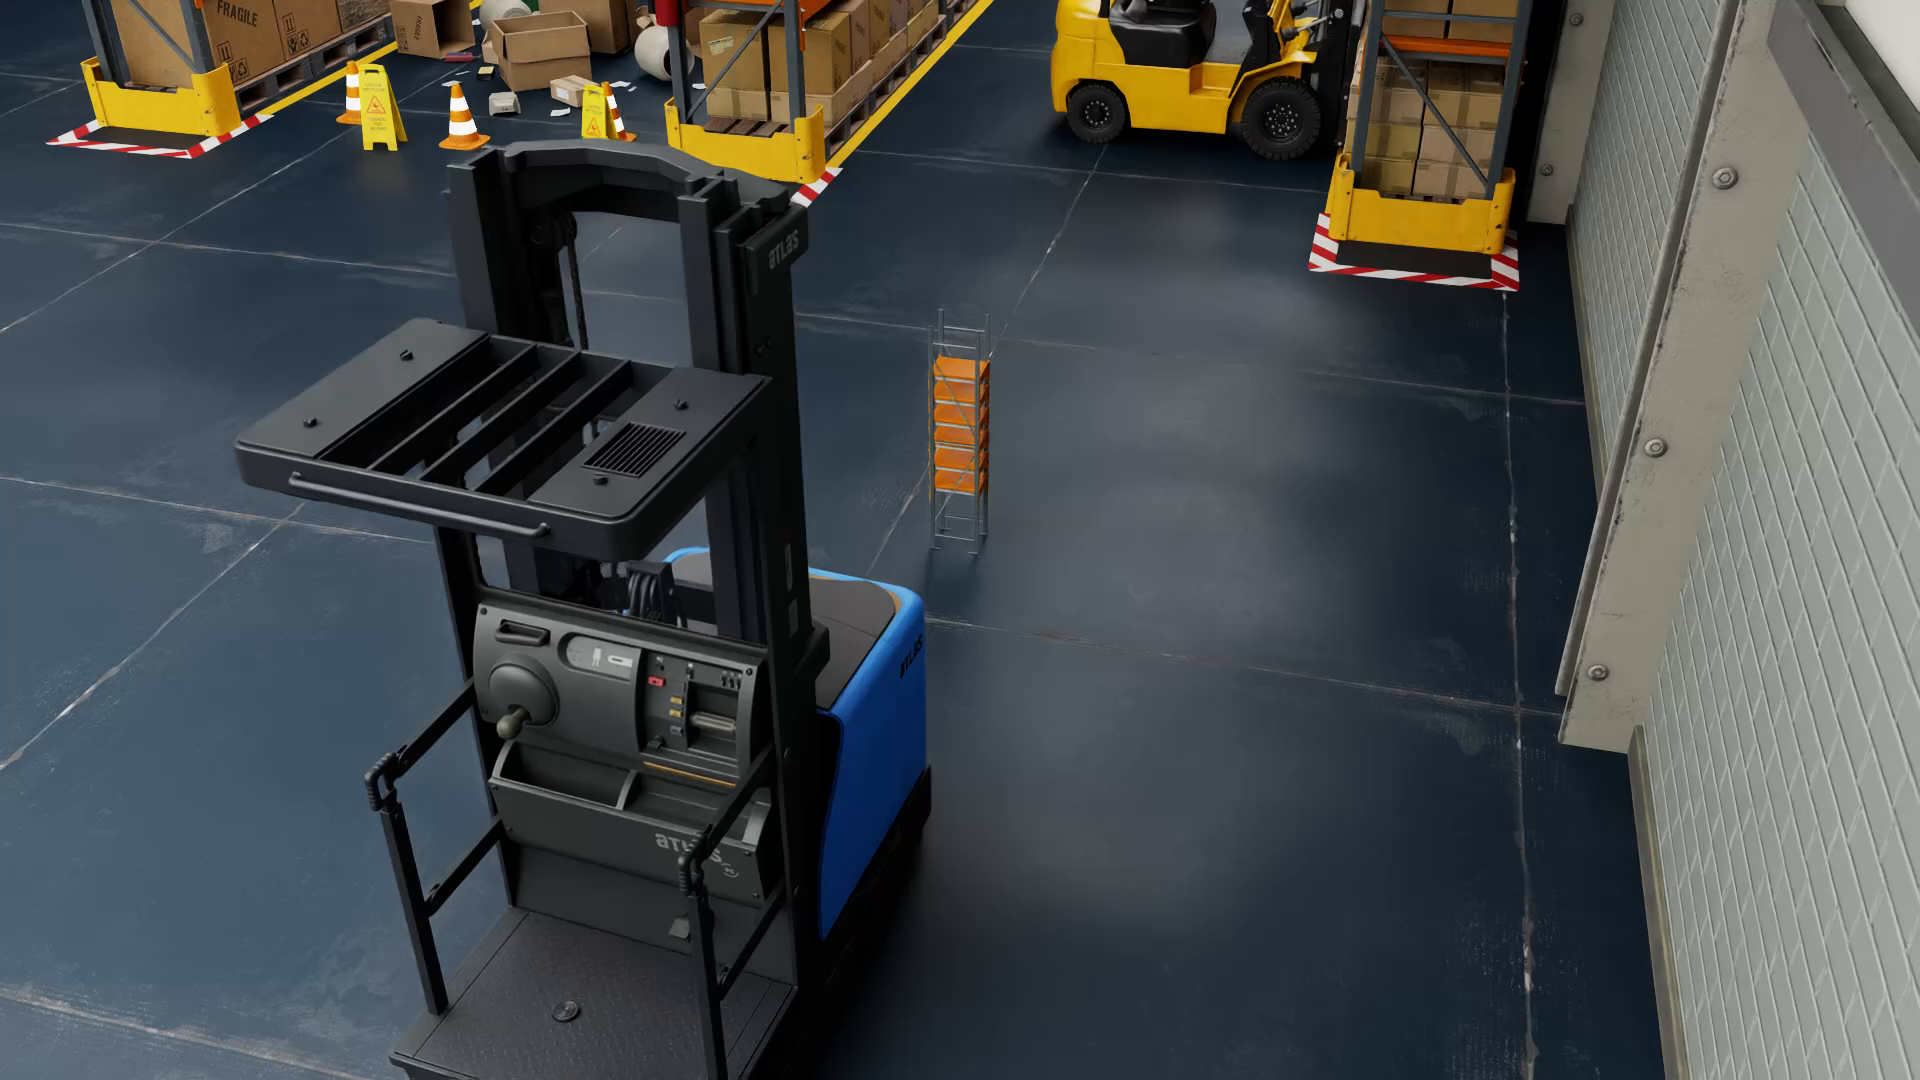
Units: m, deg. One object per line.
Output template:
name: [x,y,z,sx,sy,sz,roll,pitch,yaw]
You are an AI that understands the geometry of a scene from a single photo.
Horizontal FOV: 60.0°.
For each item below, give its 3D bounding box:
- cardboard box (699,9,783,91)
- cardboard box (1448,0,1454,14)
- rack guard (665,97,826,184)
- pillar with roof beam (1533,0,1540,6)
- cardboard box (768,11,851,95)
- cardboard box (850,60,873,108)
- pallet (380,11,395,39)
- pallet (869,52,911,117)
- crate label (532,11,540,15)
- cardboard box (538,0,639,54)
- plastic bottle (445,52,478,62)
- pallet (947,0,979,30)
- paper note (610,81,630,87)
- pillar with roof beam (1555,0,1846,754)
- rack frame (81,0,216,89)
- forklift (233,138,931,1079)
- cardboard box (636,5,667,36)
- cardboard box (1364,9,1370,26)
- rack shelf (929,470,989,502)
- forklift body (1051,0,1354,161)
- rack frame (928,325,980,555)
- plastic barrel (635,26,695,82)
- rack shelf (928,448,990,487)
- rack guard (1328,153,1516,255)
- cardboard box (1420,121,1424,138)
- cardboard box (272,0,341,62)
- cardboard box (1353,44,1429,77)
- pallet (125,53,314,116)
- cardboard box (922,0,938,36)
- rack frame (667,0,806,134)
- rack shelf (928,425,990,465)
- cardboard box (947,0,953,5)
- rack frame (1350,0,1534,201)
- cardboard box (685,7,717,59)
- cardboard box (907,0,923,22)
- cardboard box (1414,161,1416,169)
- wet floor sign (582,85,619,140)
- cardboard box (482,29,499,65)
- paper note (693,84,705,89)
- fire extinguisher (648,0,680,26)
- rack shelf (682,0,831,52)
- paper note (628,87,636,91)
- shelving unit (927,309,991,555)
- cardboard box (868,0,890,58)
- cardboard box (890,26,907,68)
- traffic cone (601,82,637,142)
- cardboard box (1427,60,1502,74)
cardboard box: [-1.685,-3.837,12.962,0.500,0.500,0.500,8,33,13]
cardboard box: [3.671,-3.913,11.516,0.500,0.500,0.500,9,34,14]
rack guard: [-1.617,-3.037,12.561,1.175,0.500,0.348,8,33,12]
pillar with roof beam: [1.573,-9.848,15.354,9.100,9.000,0.400,8,33,12]
cardboard box: [-1.159,-3.779,12.871,0.500,0.500,0.500,7,33,11]
cardboard box: [-1.027,-3.714,13.468,0.500,0.250,0.500,9,34,14]
pallet: [-5.704,-5.189,16.215,1.003,0.211,1.213,8,33,12]
pallet: [-1.065,-3.963,14.287,1.003,0.211,1.213,8,33,12]
crate label: [-4.055,-4.976,15.950,0.298,0.136,0.250,-14,35,-21]
cardboard box: [-3.410,-4.799,15.203,0.797,0.637,0.503,8,33,12]
plastic bottle: [-4.515,-4.381,15.085,0.283,0.061,0.133,-3,33,-4]
pallet: [-0.425,-5.355,16.477,1.003,0.211,1.213,8,33,12]
paper note: [-2.961,-3.976,14.487,0.148,0.019,0.142,20,38,29]
pillar with roof beam: [-1.472,-3.621,5.559,9.100,9.000,0.400,8,33,12]
rack frame: [-6.450,-4.674,12.806,1.000,3.000,0.127,8,33,12]
forklift: [-1.092,0.503,4.727,1.130,2.935,3.031,11,34,17]
cardboard box: [-2.904,-4.844,15.622,0.258,0.266,0.396,-14,35,-21]
cardboard box: [3.359,-3.890,12.812,0.500,0.250,0.500,7,33,11]
rack shelf: [-0.004,-0.259,8.069,0.258,0.103,0.180,8,33,12]
forklift body: [1.882,-4.253,12.935,2.313,2.155,1.214,8,33,12]
rack frame: [-0.027,-0.451,7.842,0.240,1.200,0.006,8,33,12]
plastic barrel: [-2.577,-4.243,14.530,0.421,0.421,0.512,-21,38,-29]
rack shelf: [-0.004,-0.360,8.005,0.258,0.103,0.180,8,33,12]
rack guard: [3.160,-2.311,11.419,1.175,0.500,0.348,8,33,12]
cardboard box: [3.602,-3.084,12.010,0.500,0.250,0.500,8,33,12]
cardboard box: [-6.121,-4.772,14.550,0.875,0.875,0.875,8,33,12]
cardboard box: [3.105,-3.364,11.986,0.500,0.250,0.500,9,33,13]
pallet: [-6.323,-3.923,14.224,1.003,0.211,1.213,8,33,12]
cardboard box: [-0.511,-4.801,15.178,0.500,0.250,0.500,10,34,15]
rack frame: [-1.636,-4.052,11.828,1.000,3.000,0.127,8,33,12]
rack shelf: [-0.004,-0.461,7.940,0.258,0.103,0.180,8,33,12]
cardboard box: [-0.491,-5.469,16.114,0.950,0.372,0.625,8,33,13]
rack frame: [3.166,-3.378,10.768,1.000,3.000,0.127,8,33,12]
cardboard box: [-2.209,-4.703,15.180,0.500,0.500,0.500,-21,38,-29]
cardboard box: [-0.639,-4.854,14.561,0.500,0.500,0.500,9,33,13]
cardboard box: [3.115,-2.939,12.248,0.500,0.250,0.500,8,33,12]
wet floor sign: [-2.720,-3.106,12.534,0.267,0.644,0.232,20,38,29]
cardboard box: [-4.090,-4.453,15.007,0.396,0.266,0.258,14,35,21]
paper note: [-2.249,-3.945,14.427,0.142,0.019,0.148,-3,33,-4]
fire extinguisher: [-2.111,-4.023,11.854,0.296,0.674,0.183,8,33,12]
rack shelf: [-1.129,-4.787,13.654,1.077,0.370,4.000,8,33,12]
paper note: [-2.830,-3.902,14.378,0.032,0.001,0.123,8,33,12]
shelving unit: [-0.004,-0.499,7.916,0.258,1.200,0.189,8,33,12]
cardboard box: [-0.895,-4.310,13.706,0.500,0.500,0.500,9,33,13]
cardboard box: [-0.770,-4.261,14.327,0.500,0.250,0.500,9,33,13]
traffic cone: [-2.775,-3.380,13.136,0.336,0.463,0.334,8,33,12]
cardboard box: [3.594,-3.301,11.886,0.500,0.250,0.500,8,33,12]
